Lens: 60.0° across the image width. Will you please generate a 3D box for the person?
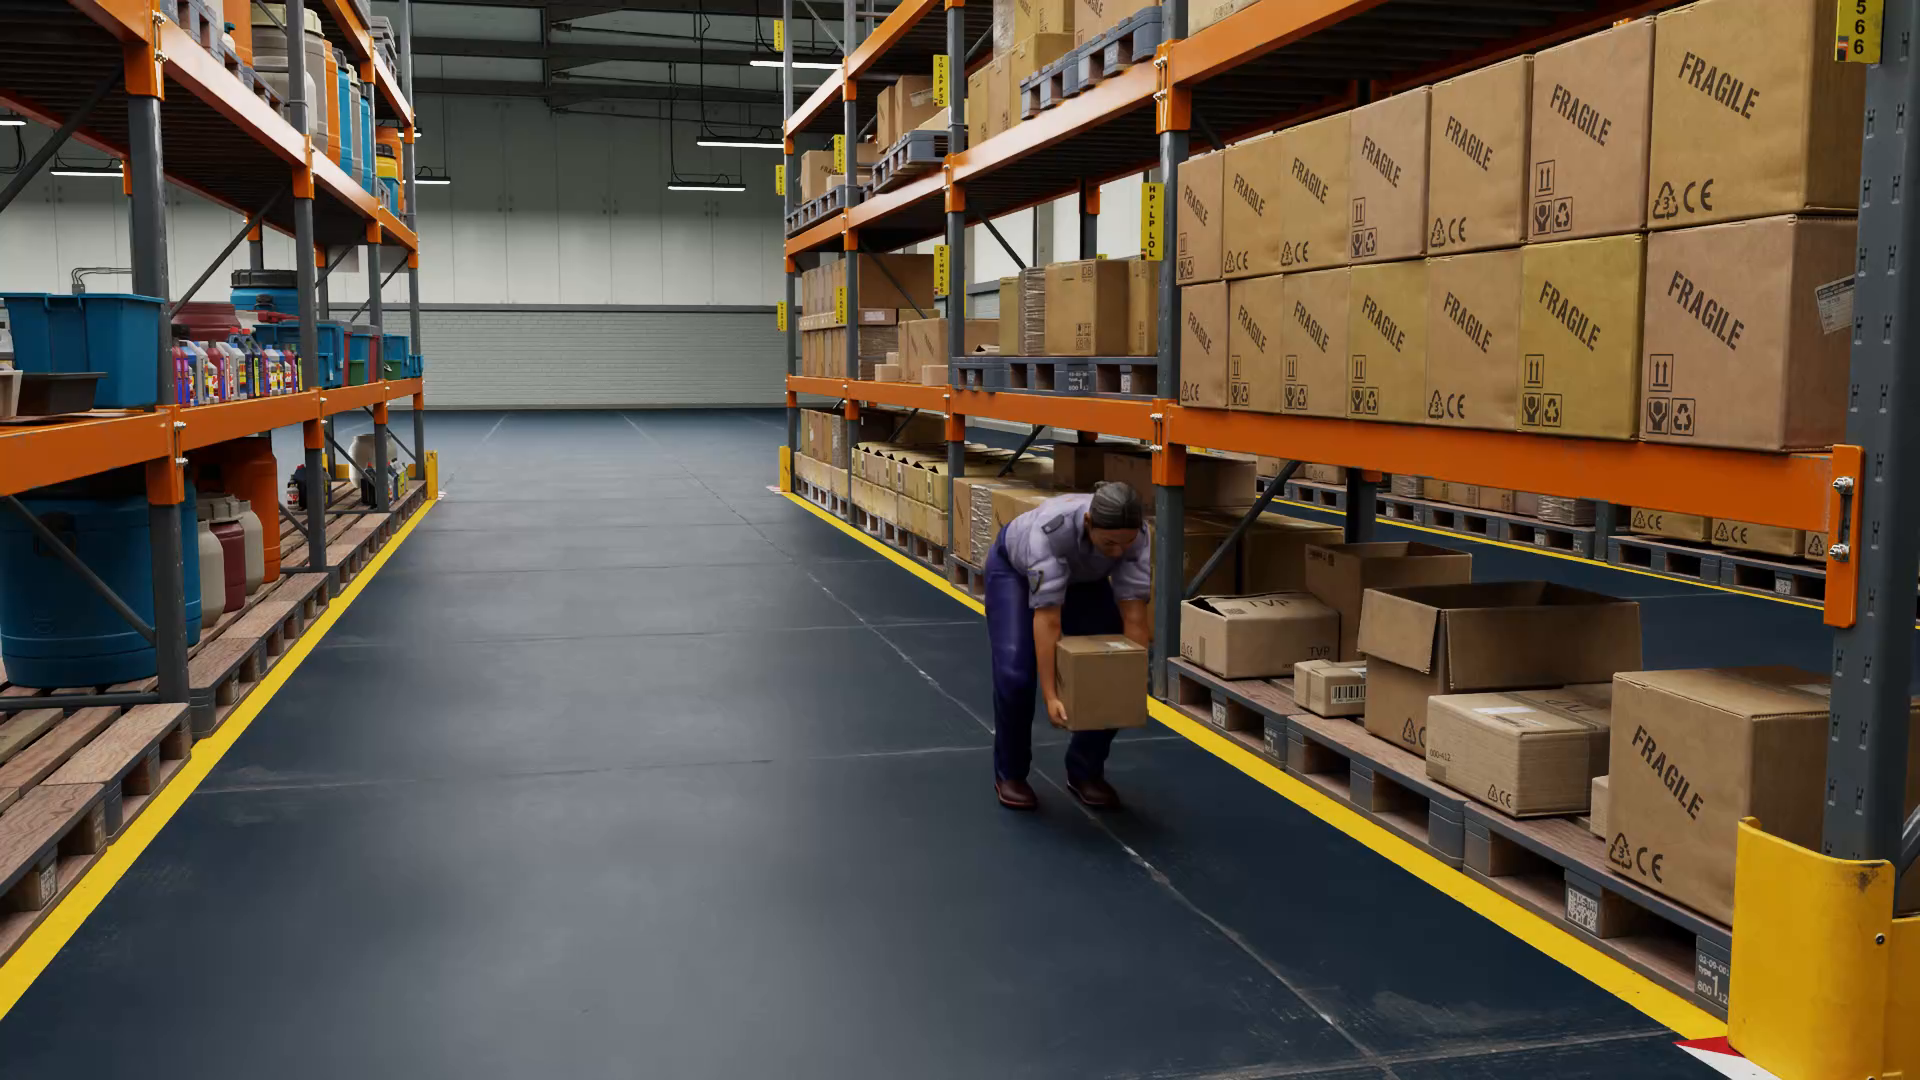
[{"bbox_3d":[0.364,0.347,5.503,0.483,1.126,0.877,-2,6,-16],"label":"person"}]
